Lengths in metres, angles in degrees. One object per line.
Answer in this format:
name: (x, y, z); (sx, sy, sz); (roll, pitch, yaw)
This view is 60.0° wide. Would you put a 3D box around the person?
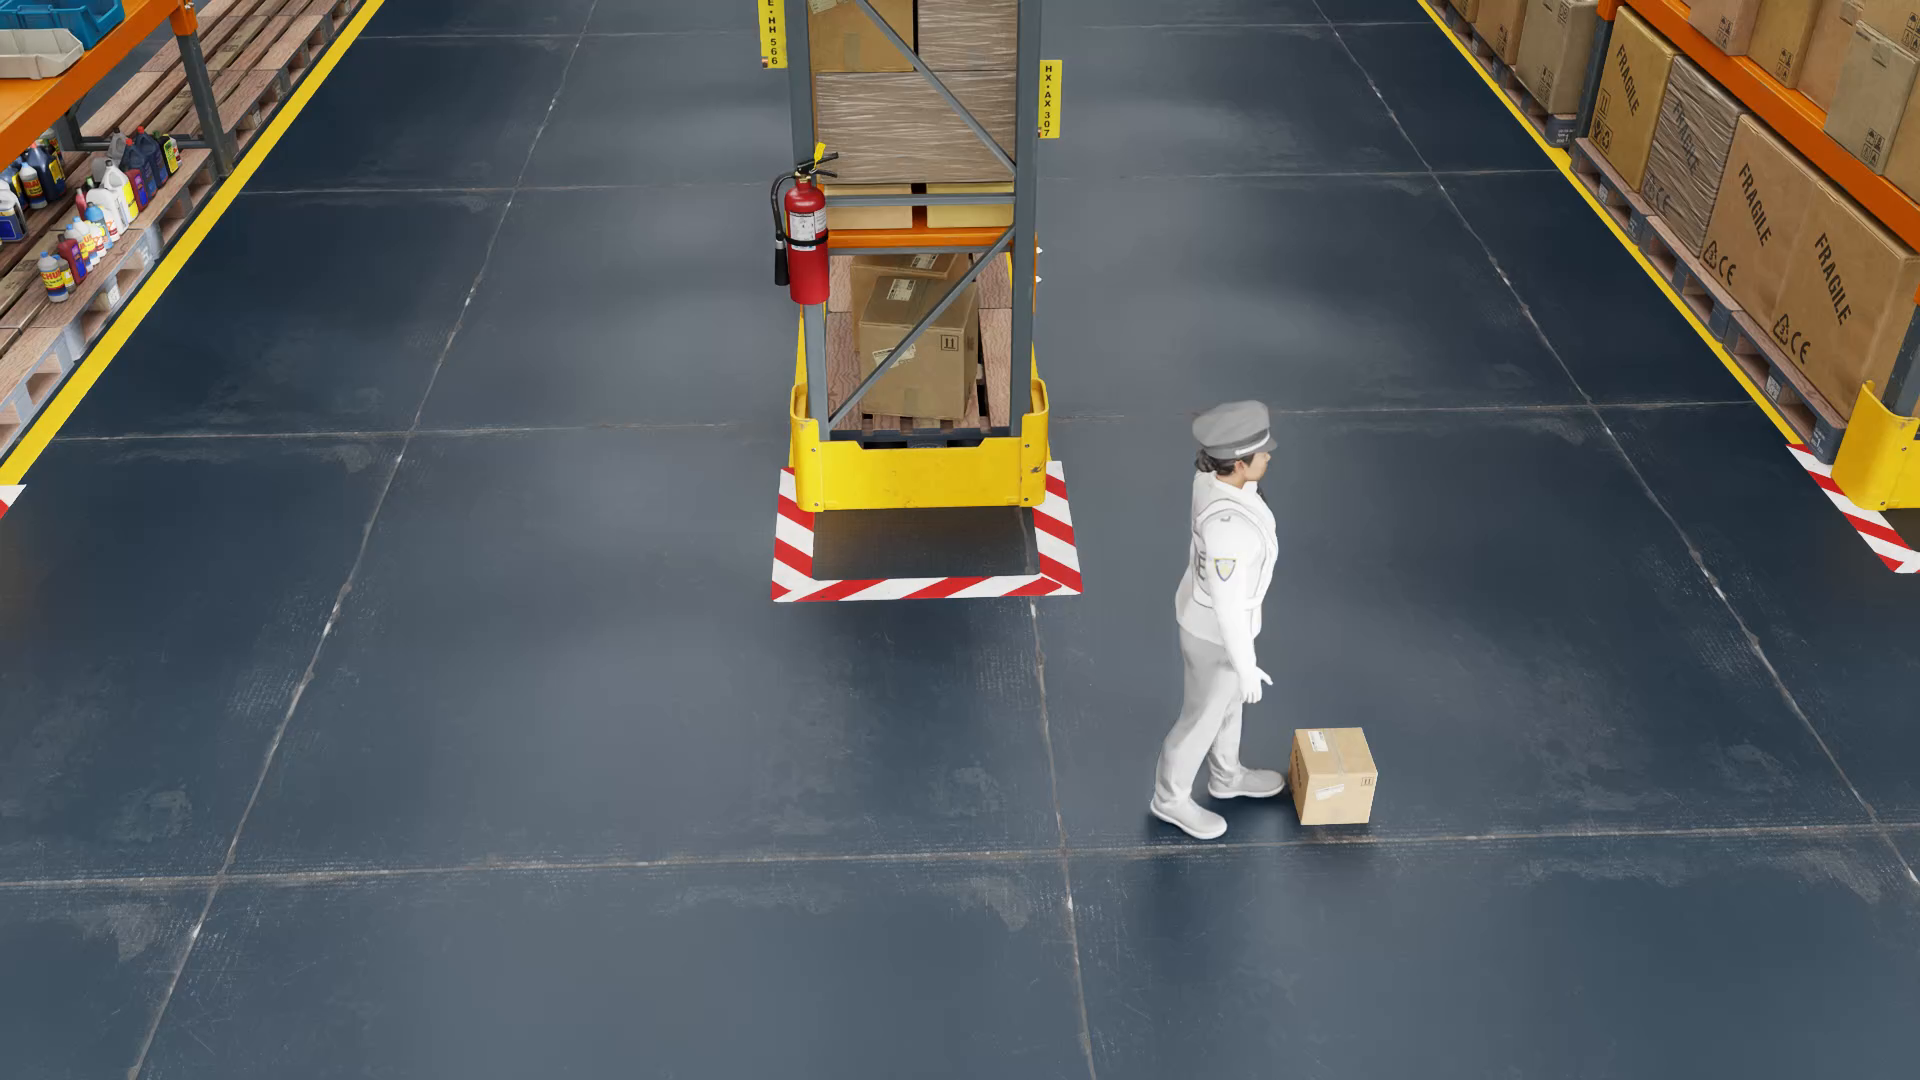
person: (0.954, 0.307, 5.676); (0.500, 1.692, 0.534); (3, 36, 5)
